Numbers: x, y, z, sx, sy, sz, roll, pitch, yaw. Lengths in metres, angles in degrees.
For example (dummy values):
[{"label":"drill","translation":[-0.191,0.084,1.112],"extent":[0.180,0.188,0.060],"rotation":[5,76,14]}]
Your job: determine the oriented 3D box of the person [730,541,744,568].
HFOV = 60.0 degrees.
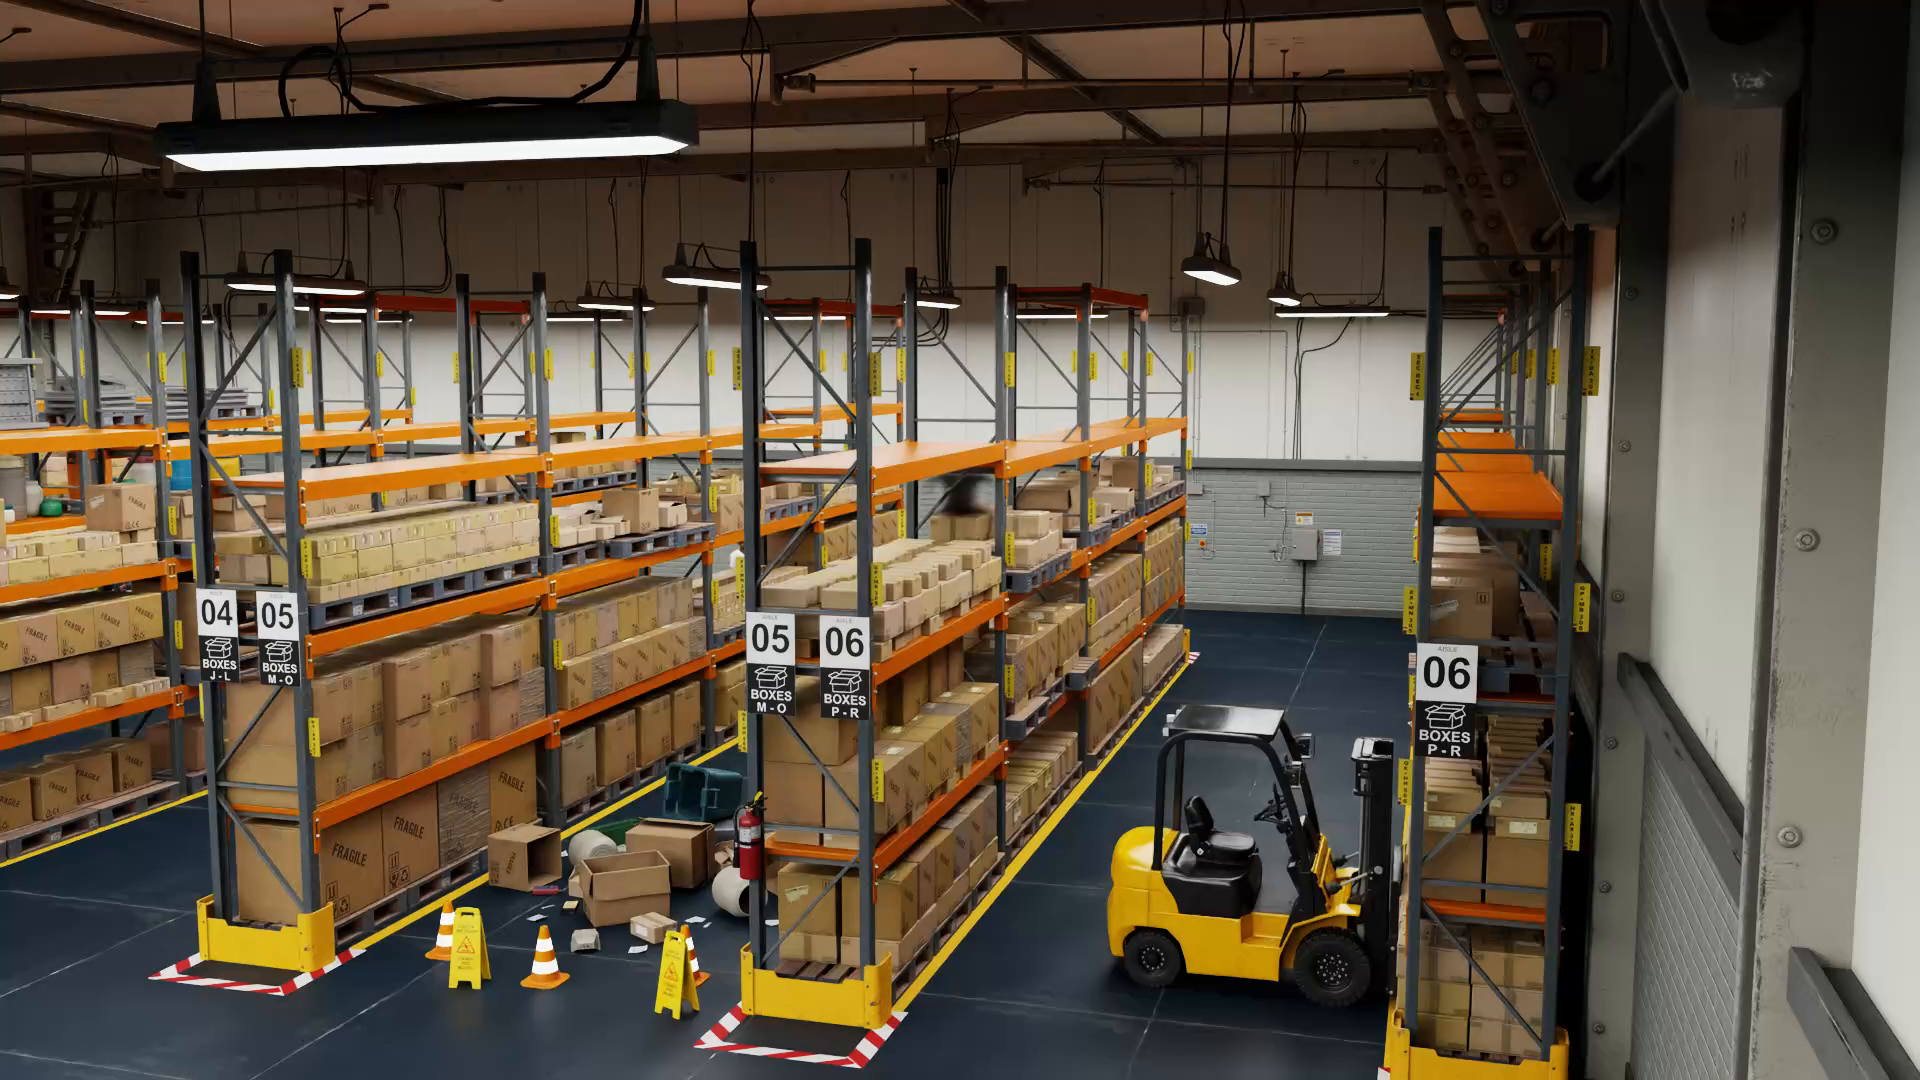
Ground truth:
[{"label":"person","translation":[-4.094,0.770,31.378],"extent":[0.605,1.755,0.564],"rotation":[3,7,24]}]
